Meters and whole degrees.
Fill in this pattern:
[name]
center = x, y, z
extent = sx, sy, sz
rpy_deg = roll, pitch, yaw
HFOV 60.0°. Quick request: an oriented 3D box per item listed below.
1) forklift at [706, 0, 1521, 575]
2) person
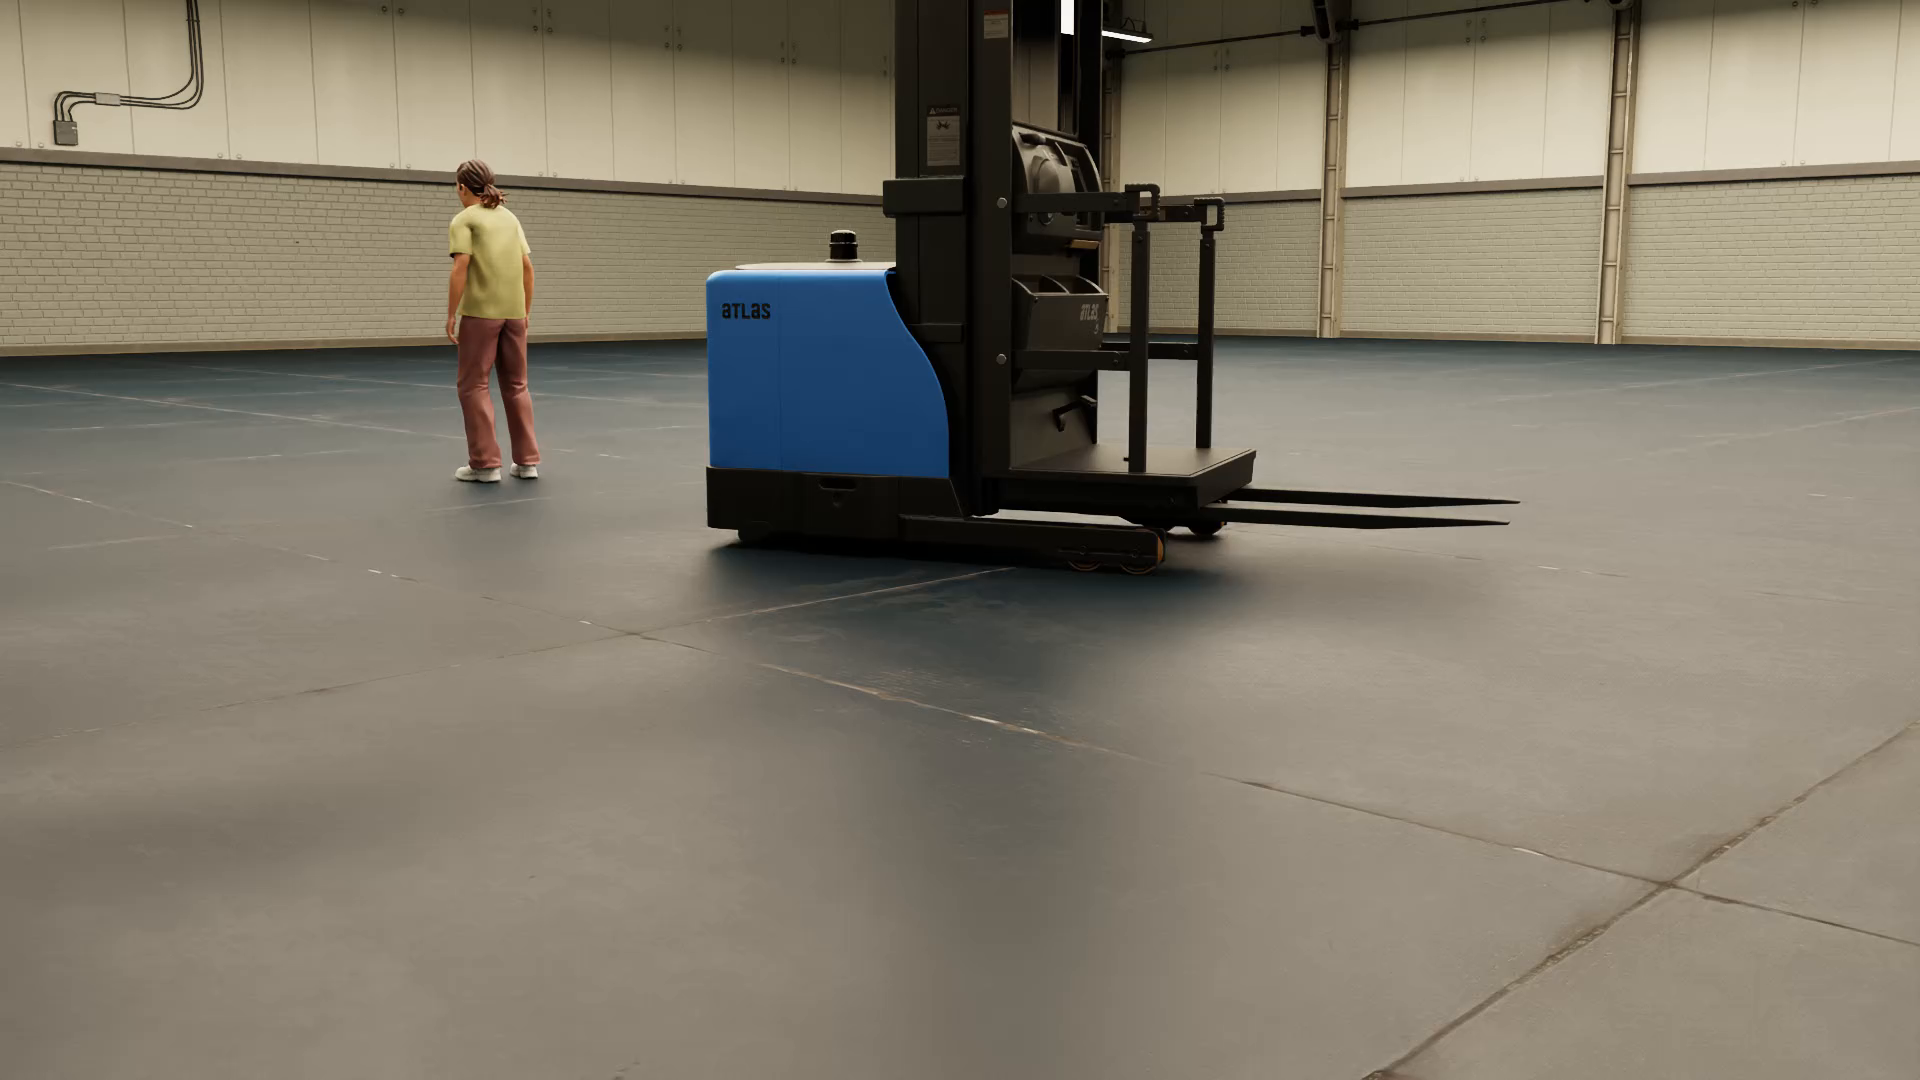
[forklift]
center = 0.565, -1.416, 6.275
extent = 3.031, 2.935, 1.130
rpy_deg = 3, 9, 22
[person]
center = -2.469, -1.149, 8.734
extent = 0.356, 1.673, 0.518
rpy_deg = 7, 11, 40
